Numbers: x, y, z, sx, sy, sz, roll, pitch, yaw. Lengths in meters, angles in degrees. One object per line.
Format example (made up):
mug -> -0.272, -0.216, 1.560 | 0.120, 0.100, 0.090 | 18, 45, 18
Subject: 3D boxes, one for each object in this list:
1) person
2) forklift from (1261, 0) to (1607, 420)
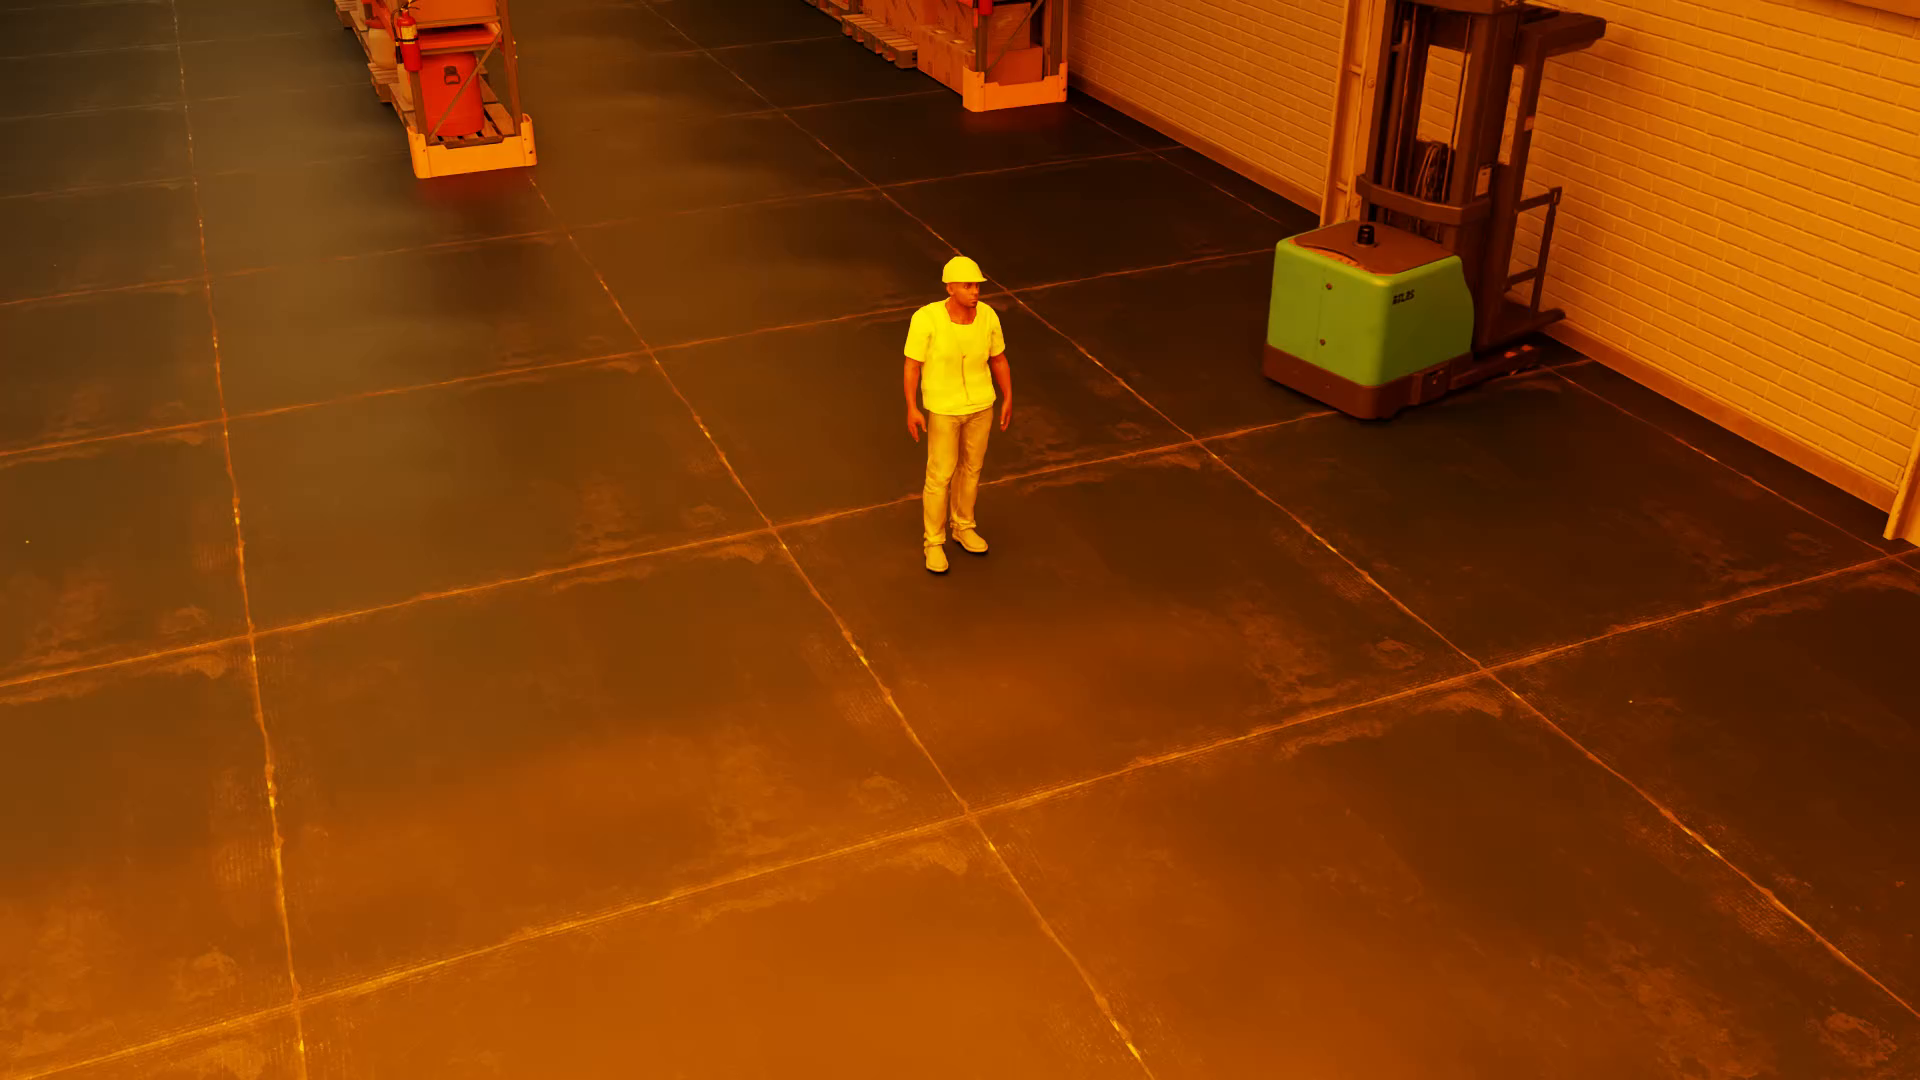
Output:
person -> 0.023, -0.740, 9.573 | 0.665, 1.768, 0.575 | -12, 32, -20
forklift -> 3.665, -2.673, 11.795 | 3.031, 2.935, 1.130 | -20, 36, -31
